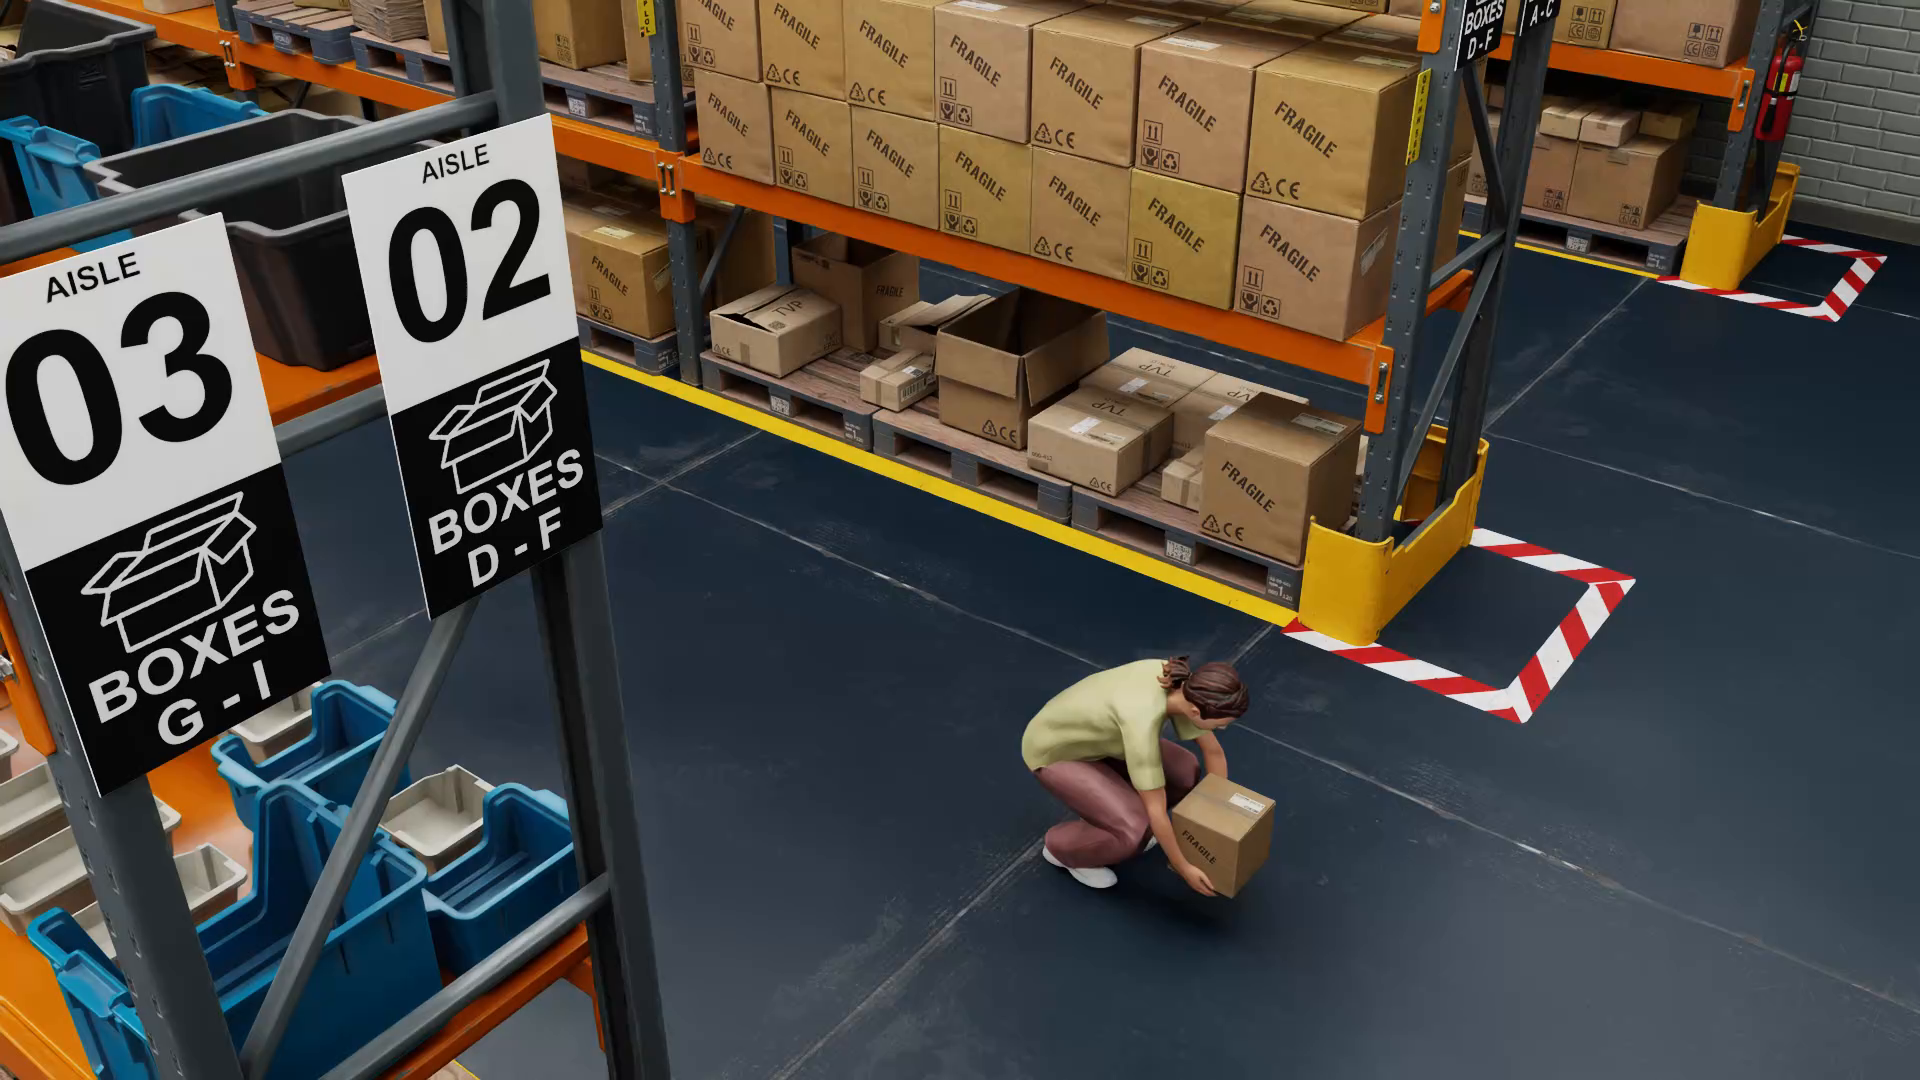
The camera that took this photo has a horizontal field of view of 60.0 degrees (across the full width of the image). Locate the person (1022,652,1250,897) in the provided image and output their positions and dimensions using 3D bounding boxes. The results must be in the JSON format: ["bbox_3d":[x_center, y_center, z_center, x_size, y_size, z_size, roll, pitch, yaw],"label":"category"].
[{"bbox_3d":[0.602,0.743,5.620,0.800,0.936,0.491,21,37,31],"label":"person"}]
